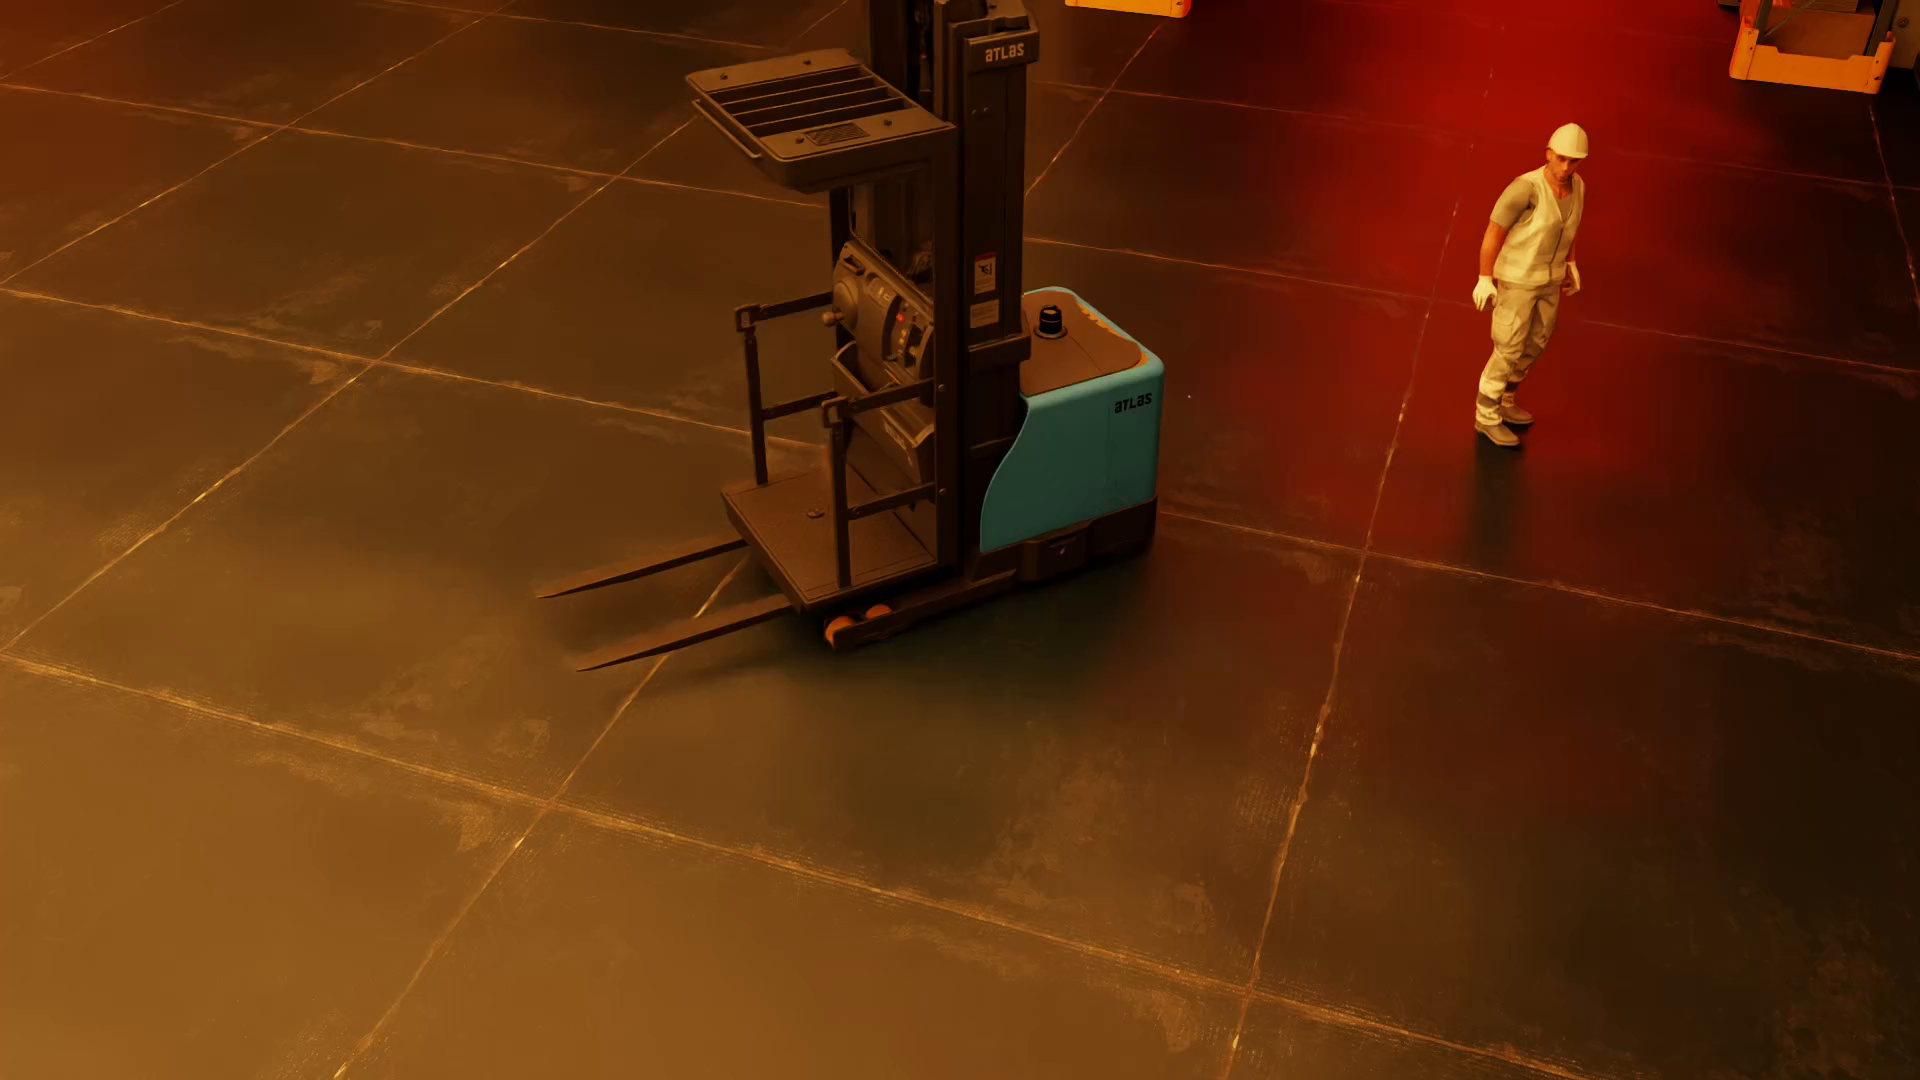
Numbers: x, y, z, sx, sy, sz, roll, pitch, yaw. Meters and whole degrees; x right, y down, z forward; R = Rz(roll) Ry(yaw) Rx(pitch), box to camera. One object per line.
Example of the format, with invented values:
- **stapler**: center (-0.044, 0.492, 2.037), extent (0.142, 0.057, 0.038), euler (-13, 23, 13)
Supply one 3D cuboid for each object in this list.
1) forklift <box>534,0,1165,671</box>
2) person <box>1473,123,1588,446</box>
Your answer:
- **forklift**: center (-0.540, -1.015, 7.543), extent (3.031, 2.935, 1.130), euler (-17, 39, -23)
- **person**: center (3.139, -1.387, 9.061), extent (0.722, 1.786, 0.444), euler (-19, 39, -24)
